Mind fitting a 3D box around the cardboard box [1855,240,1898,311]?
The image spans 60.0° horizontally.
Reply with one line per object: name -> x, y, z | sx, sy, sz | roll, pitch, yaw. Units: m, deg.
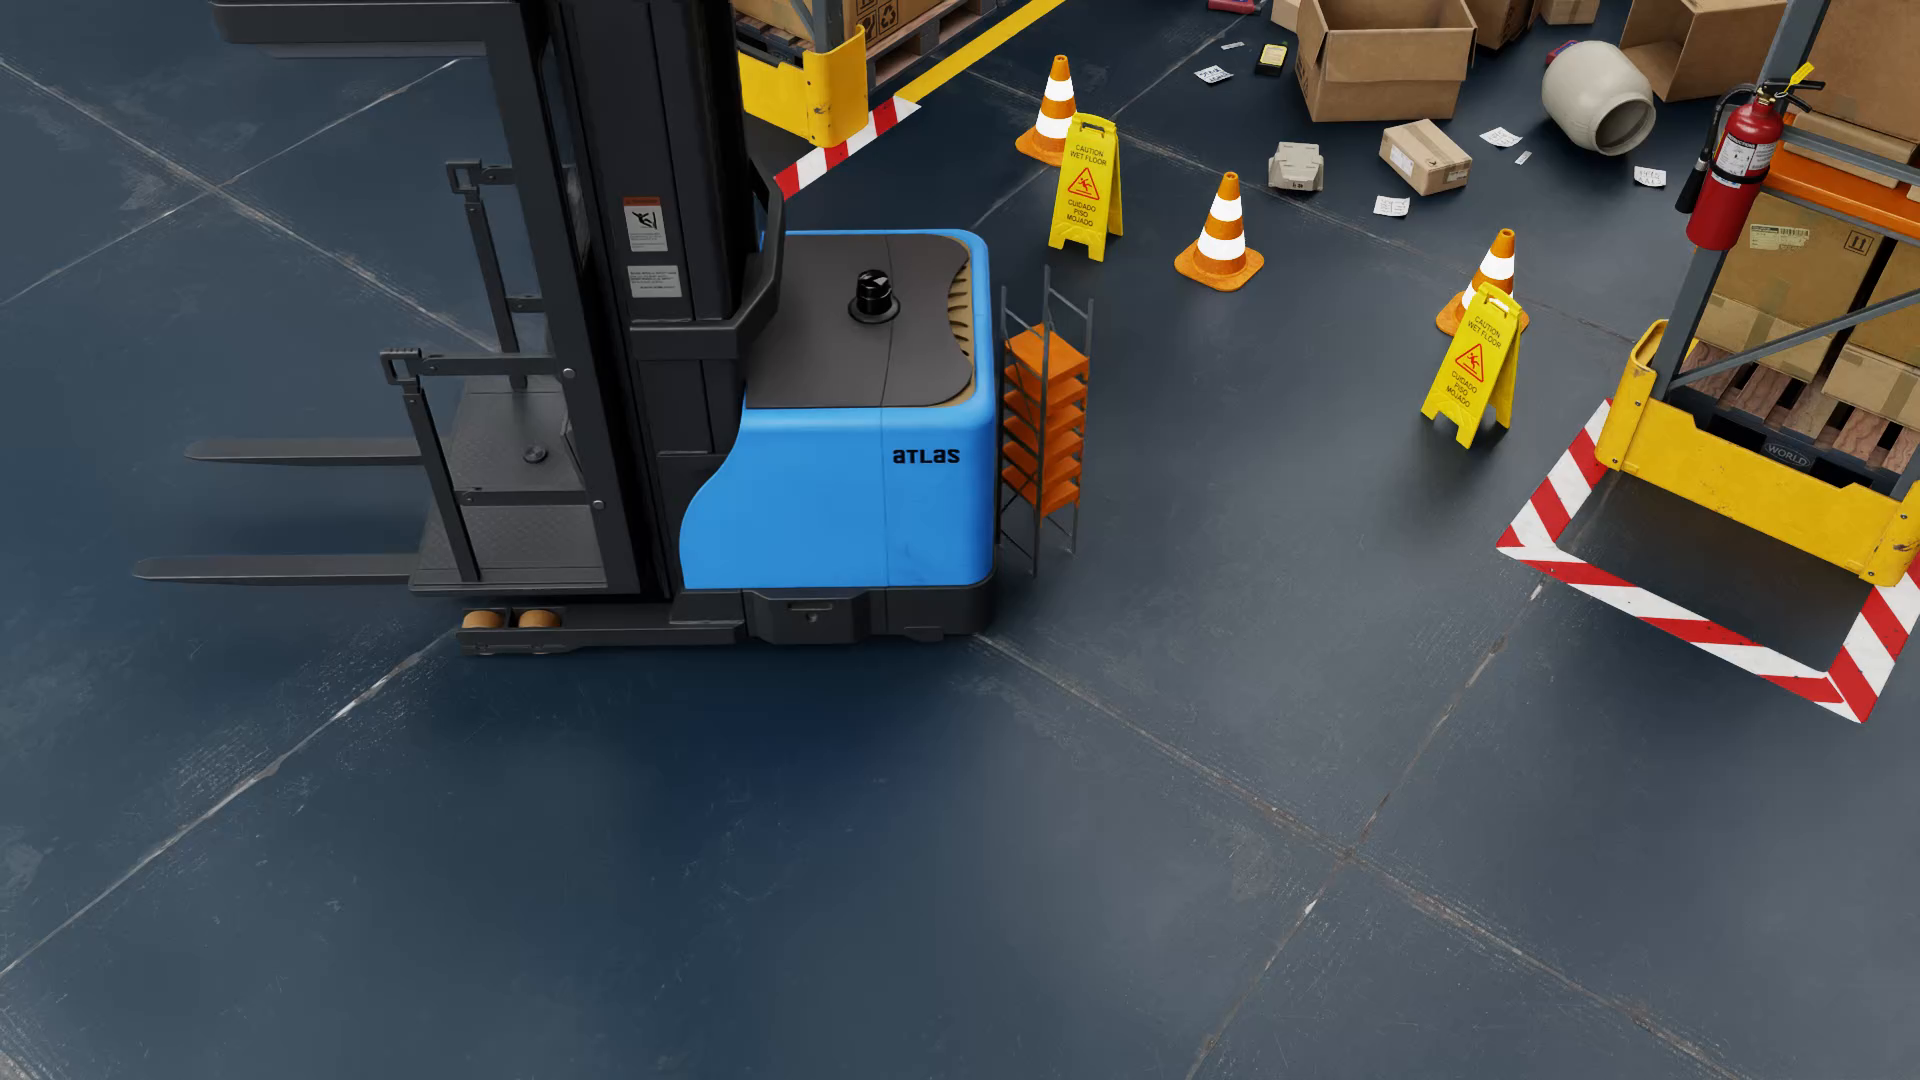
cardboard box -> 3.606, -1.227, 6.959 | 0.500, 0.250, 0.500 | 29, 53, 25

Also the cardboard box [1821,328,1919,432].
cardboard box -> 3.714, -0.692, 6.447 | 0.500, 0.250, 0.500 | 29, 53, 25

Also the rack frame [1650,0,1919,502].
rack frame -> 3.002, -1.157, 5.281 | 1.000, 3.000, 0.127 | 29, 53, 25

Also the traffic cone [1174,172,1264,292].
traffic cone -> 1.157, -1.393, 7.261 | 0.336, 0.463, 0.334 | 29, 53, 25

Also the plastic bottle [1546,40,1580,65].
plastic bottle -> 3.174, -2.522, 8.616 | 0.283, 0.061, 0.133 | -33, 55, -28

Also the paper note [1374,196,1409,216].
paper note -> 2.004, -1.552, 7.712 | 0.148, 0.019, 0.142 | 13, 48, 12

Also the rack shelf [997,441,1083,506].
rack shelf -> 0.282, -0.266, 5.901 | 0.180, 0.103, 0.258 | -29, 53, -25

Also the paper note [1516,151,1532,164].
paper note -> 2.711, -1.840, 8.001 | 0.032, 0.001, 0.123 | 29, 53, 25

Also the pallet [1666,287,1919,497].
pallet -> 3.573, -0.687, 6.760 | 1.003, 0.211, 1.213 | 29, 53, 25

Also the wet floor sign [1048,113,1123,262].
wet floor sign -> 0.572, -1.582, 7.315 | 0.267, 0.644, 0.232 | 21, 50, 19

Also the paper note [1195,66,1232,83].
paper note -> 1.299, -2.384, 8.508 | 0.142, 0.017, 0.144 | -25, 51, -22

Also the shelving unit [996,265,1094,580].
shelving unit -> 0.282, -0.379, 5.782 | 0.189, 1.200, 0.258 | -29, 53, -25

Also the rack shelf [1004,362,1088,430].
rack shelf -> 0.282, -0.514, 5.641 | 0.180, 0.103, 0.258 | -29, 53, -25

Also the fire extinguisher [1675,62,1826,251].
fire extinguisher -> 2.567, -1.269, 5.441 | 0.296, 0.674, 0.183 | 29, 53, 25

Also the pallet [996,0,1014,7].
pallet -> 0.196, -3.512, 9.459 | 1.003, 0.211, 1.213 | 29, 53, 25

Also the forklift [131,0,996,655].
forklift -> -1.397, -0.995, 5.174 | 3.031, 2.935, 1.130 | -1, 46, -1

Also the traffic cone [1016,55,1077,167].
traffic cone -> 0.471, -2.087, 7.924 | 0.336, 0.463, 0.334 | 29, 53, 25

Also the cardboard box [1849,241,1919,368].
cardboard box -> 3.728, -0.965, 6.189 | 0.500, 0.500, 0.500 | 28, 52, 24

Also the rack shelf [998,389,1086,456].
rack shelf -> 0.282, -0.431, 5.728 | 0.180, 0.103, 0.258 | -29, 53, -25

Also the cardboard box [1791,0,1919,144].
cardboard box -> 3.115, -1.727, 5.550 | 0.500, 0.500, 0.500 | 28, 53, 24

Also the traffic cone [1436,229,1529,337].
traffic cone -> 2.244, -1.097, 6.978 | 0.336, 0.463, 0.334 | 29, 53, 25

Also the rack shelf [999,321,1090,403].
rack shelf -> 0.282, -0.597, 5.554 | 0.180, 0.103, 0.258 | -29, 53, -25

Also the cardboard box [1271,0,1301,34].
cardboard box -> 1.875, -2.834, 8.774 | 0.258, 0.266, 0.396 | -33, 55, -28

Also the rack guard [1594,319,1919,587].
rack guard -> 3.048, -0.337, 6.226 | 1.175, 0.500, 0.348 | 29, 53, 25

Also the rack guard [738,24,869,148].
rack guard -> -0.992, -2.410, 8.207 | 1.175, 0.500, 0.348 | 29, 53, 25

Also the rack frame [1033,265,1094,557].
rack frame -> 0.354, -0.420, 5.821 | 0.006, 1.200, 0.240 | -29, 53, -25

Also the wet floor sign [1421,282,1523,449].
wet floor sign -> 2.039, -0.708, 6.480 | 0.232, 0.644, 0.267 | -25, 51, -22

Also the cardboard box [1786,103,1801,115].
cardboard box -> 3.128, -1.573, 5.852 | 0.380, 0.149, 0.250 | 29, 53, 25

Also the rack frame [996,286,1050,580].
rack frame -> 0.209, -0.339, 5.744 | 0.006, 1.200, 0.240 | -29, 53, -25

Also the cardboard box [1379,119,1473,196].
cardboard box -> 2.204, -1.815, 7.881 | 0.250, 0.149, 0.380 | -17, 49, -15

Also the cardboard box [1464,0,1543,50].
cardboard box -> 2.637, -3.005, 8.678 | 0.797, 0.637, 0.503 | 29, 53, 25

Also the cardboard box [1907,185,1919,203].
cardboard box -> 3.373, -1.173, 5.470 | 0.380, 0.149, 0.250 | 29, 53, 25

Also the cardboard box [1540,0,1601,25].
cardboard box -> 3.251, -2.984, 8.917 | 0.258, 0.266, 0.396 | -2, 46, -2

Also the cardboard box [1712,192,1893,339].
cardboard box -> 3.285, -1.185, 6.400 | 0.500, 0.500, 0.500 | 30, 53, 25

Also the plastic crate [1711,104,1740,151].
plastic crate -> 3.838, -1.902, 8.011 | 0.402, 0.080, 0.583 | 13, 48, 12

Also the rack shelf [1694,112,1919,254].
rack shelf -> 4.224, -2.053, 6.634 | 1.077, 0.370, 4.000 | 29, 53, 25

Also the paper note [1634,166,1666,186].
paper note -> 3.272, -1.726, 7.878 | 0.142, 0.019, 0.148 | 13, 48, 12

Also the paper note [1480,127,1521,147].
paper note -> 2.642, -1.968, 8.117 | 0.142, 0.019, 0.148 | -25, 51, -22

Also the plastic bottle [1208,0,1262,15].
plastic bottle -> 1.494, -2.902, 8.980 | 0.283, 0.061, 0.133 | 13, 48, 12

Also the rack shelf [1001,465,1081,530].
rack shelf -> 0.282, -0.183, 5.988 | 0.180, 0.103, 0.258 | -29, 53, -25

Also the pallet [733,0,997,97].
pallet -> -0.550, -2.816, 8.795 | 1.003, 0.211, 1.213 | 29, 53, 25

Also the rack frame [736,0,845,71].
rack frame -> -0.977, -3.288, 7.316 | 1.000, 3.000, 0.127 | 29, 53, 25

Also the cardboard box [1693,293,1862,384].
cardboard box -> 3.298, -0.948, 6.692 | 0.500, 0.250, 0.500 | 29, 53, 25

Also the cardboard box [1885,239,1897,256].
cardboard box -> 3.601, -1.485, 6.687 | 0.500, 0.500, 0.500 | 31, 54, 26

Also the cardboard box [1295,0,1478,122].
cardboard box -> 2.072, -2.419, 8.213 | 0.797, 0.503, 0.637 | -2, 46, -2

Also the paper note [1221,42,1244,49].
paper note -> 1.430, -2.592, 8.719 | 0.123, 0.001, 0.032 | -17, 49, -15

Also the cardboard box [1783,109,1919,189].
cardboard box -> 3.061, -1.379, 5.666 | 0.380, 0.149, 0.250 | 31, 54, 26

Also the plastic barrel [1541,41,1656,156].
plastic barrel -> 3.066, -2.118, 7.981 | 0.421, 0.421, 0.512 | -9, 47, -8

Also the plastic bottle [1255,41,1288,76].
plastic bottle -> 1.617, -2.499, 8.595 | 0.133, 0.061, 0.283 | 13, 48, 12

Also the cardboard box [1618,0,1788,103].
cardboard box -> 3.715, -2.572, 8.359 | 0.500, 0.500, 0.500 | -9, 47, -8

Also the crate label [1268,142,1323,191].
crate label -> 1.589, -1.758, 7.835 | 0.250, 0.136, 0.298 | 6, 47, 5

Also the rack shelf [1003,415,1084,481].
rack shelf -> 0.282, -0.348, 5.815 | 0.180, 0.103, 0.258 | -29, 53, -25

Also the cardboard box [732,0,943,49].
cardboard box -> -0.615, -3.116, 8.331 | 0.875, 0.875, 0.875 | 29, 53, 25
